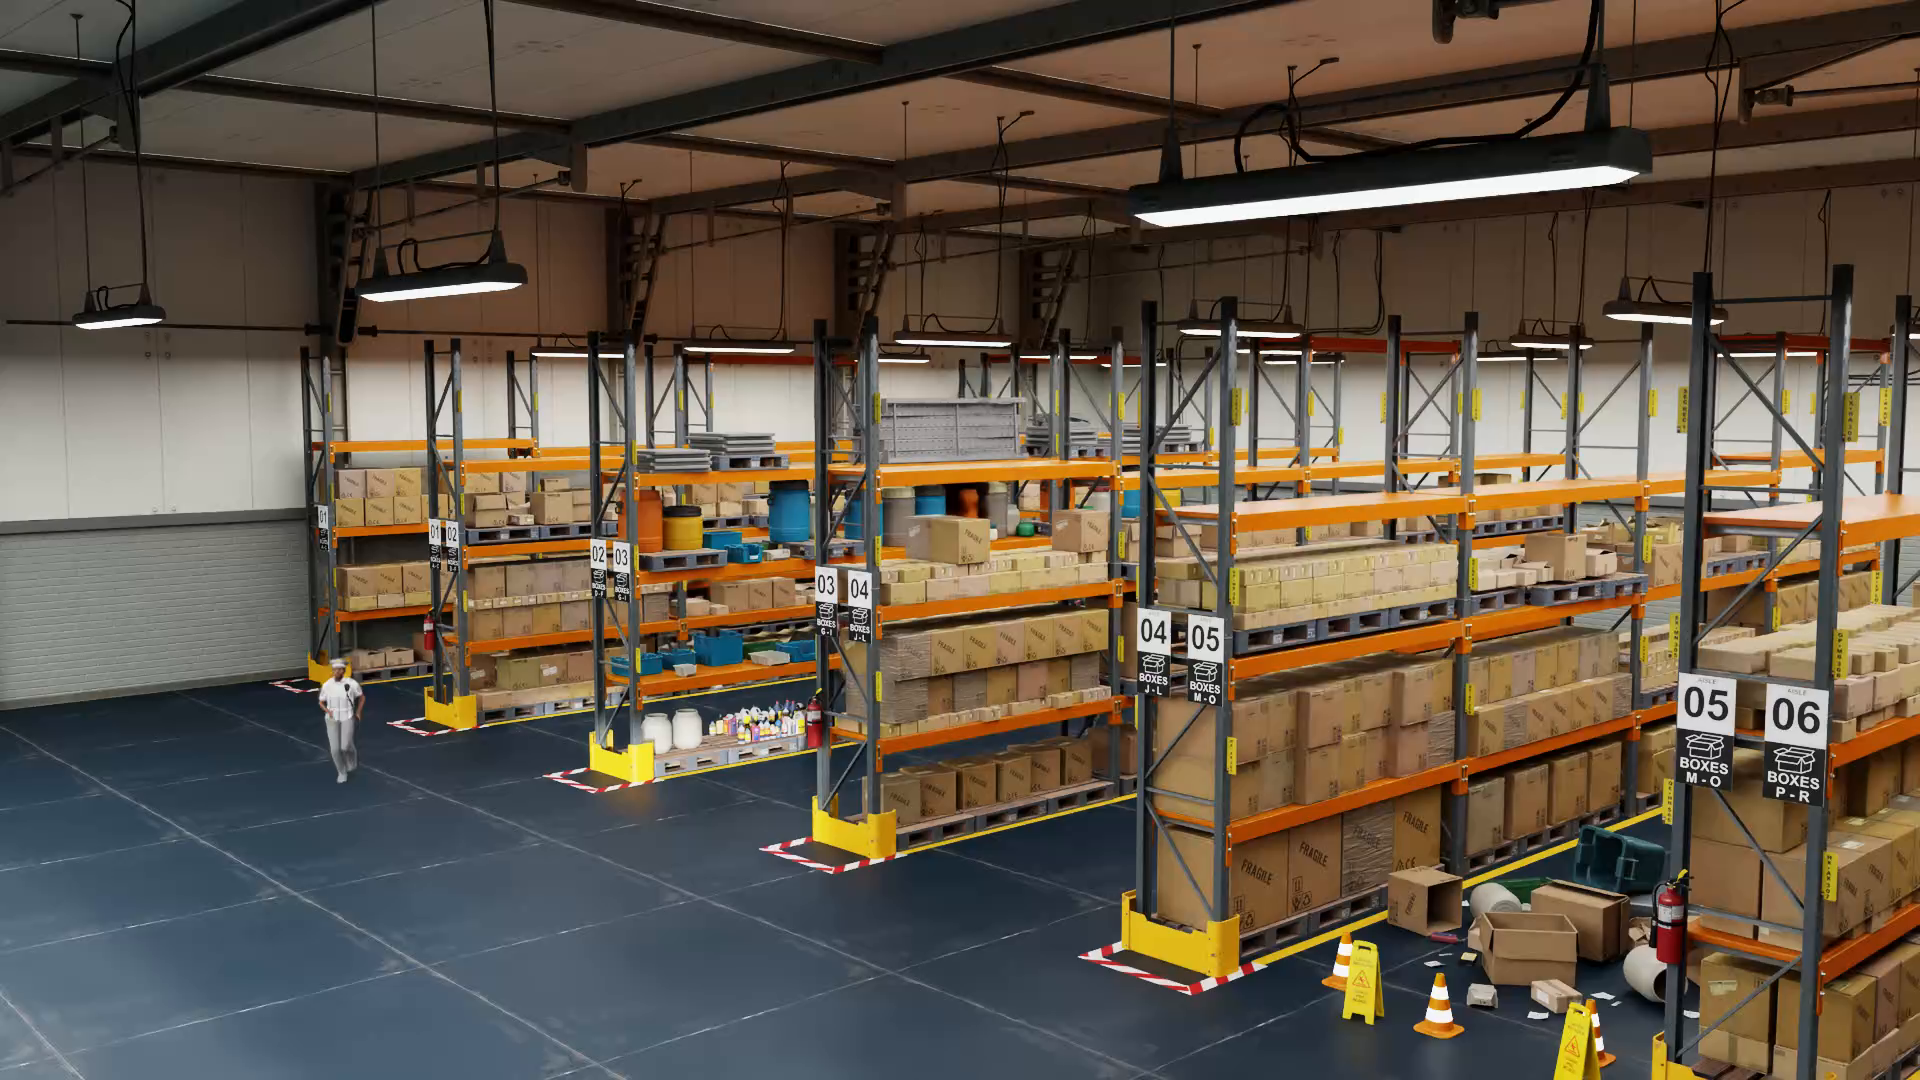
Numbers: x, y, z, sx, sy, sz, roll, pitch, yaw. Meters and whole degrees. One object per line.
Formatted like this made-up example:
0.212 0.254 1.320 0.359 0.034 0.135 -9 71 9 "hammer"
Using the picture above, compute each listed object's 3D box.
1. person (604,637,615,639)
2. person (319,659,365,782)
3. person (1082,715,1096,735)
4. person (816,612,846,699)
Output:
-6.286 1.618 29.991 0.700 1.754 0.989 4 6 38 "person"
-8.236 2.399 22.125 0.570 1.661 0.531 -1 5 -12 "person"
1.834 2.001 23.838 0.554 1.580 0.495 5 7 44 "person"
-2.069 1.677 26.848 0.620 1.712 0.777 5 7 43 "person"
